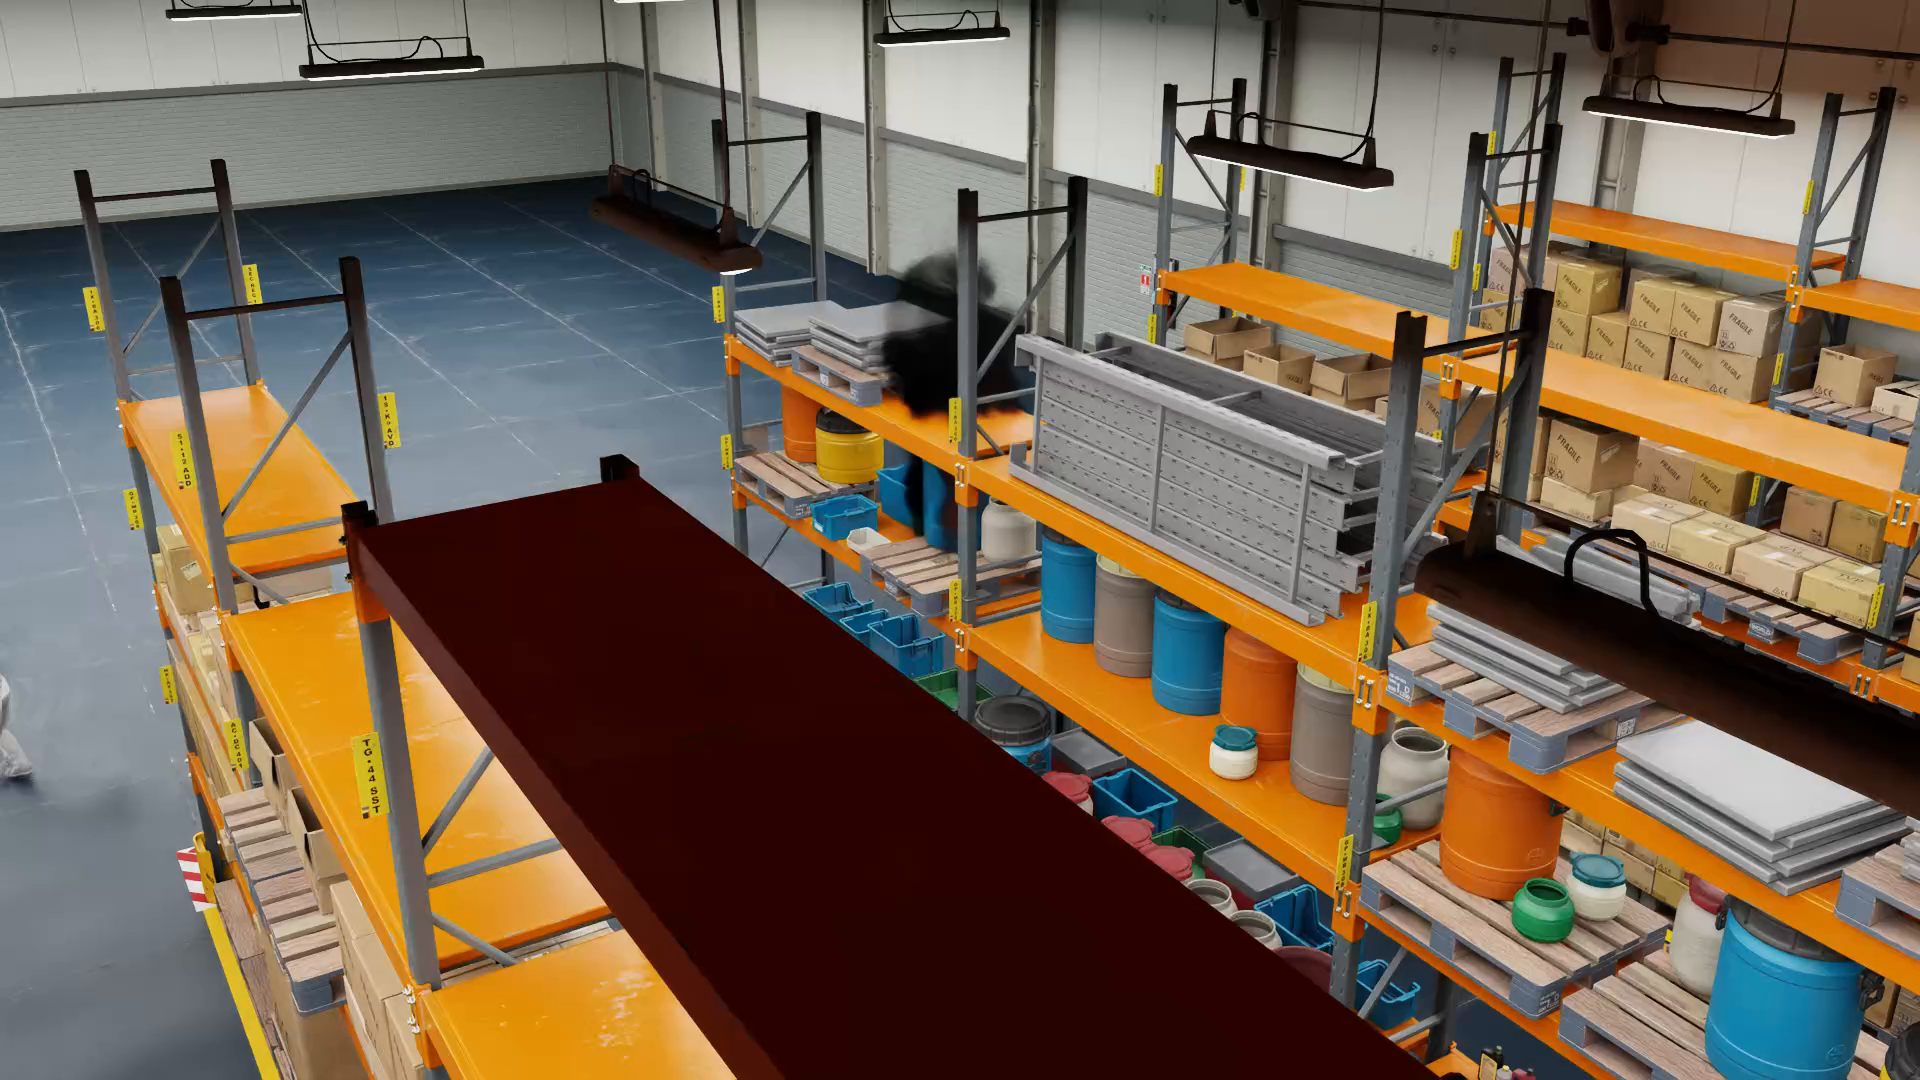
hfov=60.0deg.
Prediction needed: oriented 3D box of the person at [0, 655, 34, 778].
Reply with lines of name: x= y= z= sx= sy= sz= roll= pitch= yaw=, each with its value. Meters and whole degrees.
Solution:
person: x=-9.068 y=1.500 z=15.434 sx=0.604 sy=1.662 sz=0.667 roll=0 pitch=22 yaw=-1
